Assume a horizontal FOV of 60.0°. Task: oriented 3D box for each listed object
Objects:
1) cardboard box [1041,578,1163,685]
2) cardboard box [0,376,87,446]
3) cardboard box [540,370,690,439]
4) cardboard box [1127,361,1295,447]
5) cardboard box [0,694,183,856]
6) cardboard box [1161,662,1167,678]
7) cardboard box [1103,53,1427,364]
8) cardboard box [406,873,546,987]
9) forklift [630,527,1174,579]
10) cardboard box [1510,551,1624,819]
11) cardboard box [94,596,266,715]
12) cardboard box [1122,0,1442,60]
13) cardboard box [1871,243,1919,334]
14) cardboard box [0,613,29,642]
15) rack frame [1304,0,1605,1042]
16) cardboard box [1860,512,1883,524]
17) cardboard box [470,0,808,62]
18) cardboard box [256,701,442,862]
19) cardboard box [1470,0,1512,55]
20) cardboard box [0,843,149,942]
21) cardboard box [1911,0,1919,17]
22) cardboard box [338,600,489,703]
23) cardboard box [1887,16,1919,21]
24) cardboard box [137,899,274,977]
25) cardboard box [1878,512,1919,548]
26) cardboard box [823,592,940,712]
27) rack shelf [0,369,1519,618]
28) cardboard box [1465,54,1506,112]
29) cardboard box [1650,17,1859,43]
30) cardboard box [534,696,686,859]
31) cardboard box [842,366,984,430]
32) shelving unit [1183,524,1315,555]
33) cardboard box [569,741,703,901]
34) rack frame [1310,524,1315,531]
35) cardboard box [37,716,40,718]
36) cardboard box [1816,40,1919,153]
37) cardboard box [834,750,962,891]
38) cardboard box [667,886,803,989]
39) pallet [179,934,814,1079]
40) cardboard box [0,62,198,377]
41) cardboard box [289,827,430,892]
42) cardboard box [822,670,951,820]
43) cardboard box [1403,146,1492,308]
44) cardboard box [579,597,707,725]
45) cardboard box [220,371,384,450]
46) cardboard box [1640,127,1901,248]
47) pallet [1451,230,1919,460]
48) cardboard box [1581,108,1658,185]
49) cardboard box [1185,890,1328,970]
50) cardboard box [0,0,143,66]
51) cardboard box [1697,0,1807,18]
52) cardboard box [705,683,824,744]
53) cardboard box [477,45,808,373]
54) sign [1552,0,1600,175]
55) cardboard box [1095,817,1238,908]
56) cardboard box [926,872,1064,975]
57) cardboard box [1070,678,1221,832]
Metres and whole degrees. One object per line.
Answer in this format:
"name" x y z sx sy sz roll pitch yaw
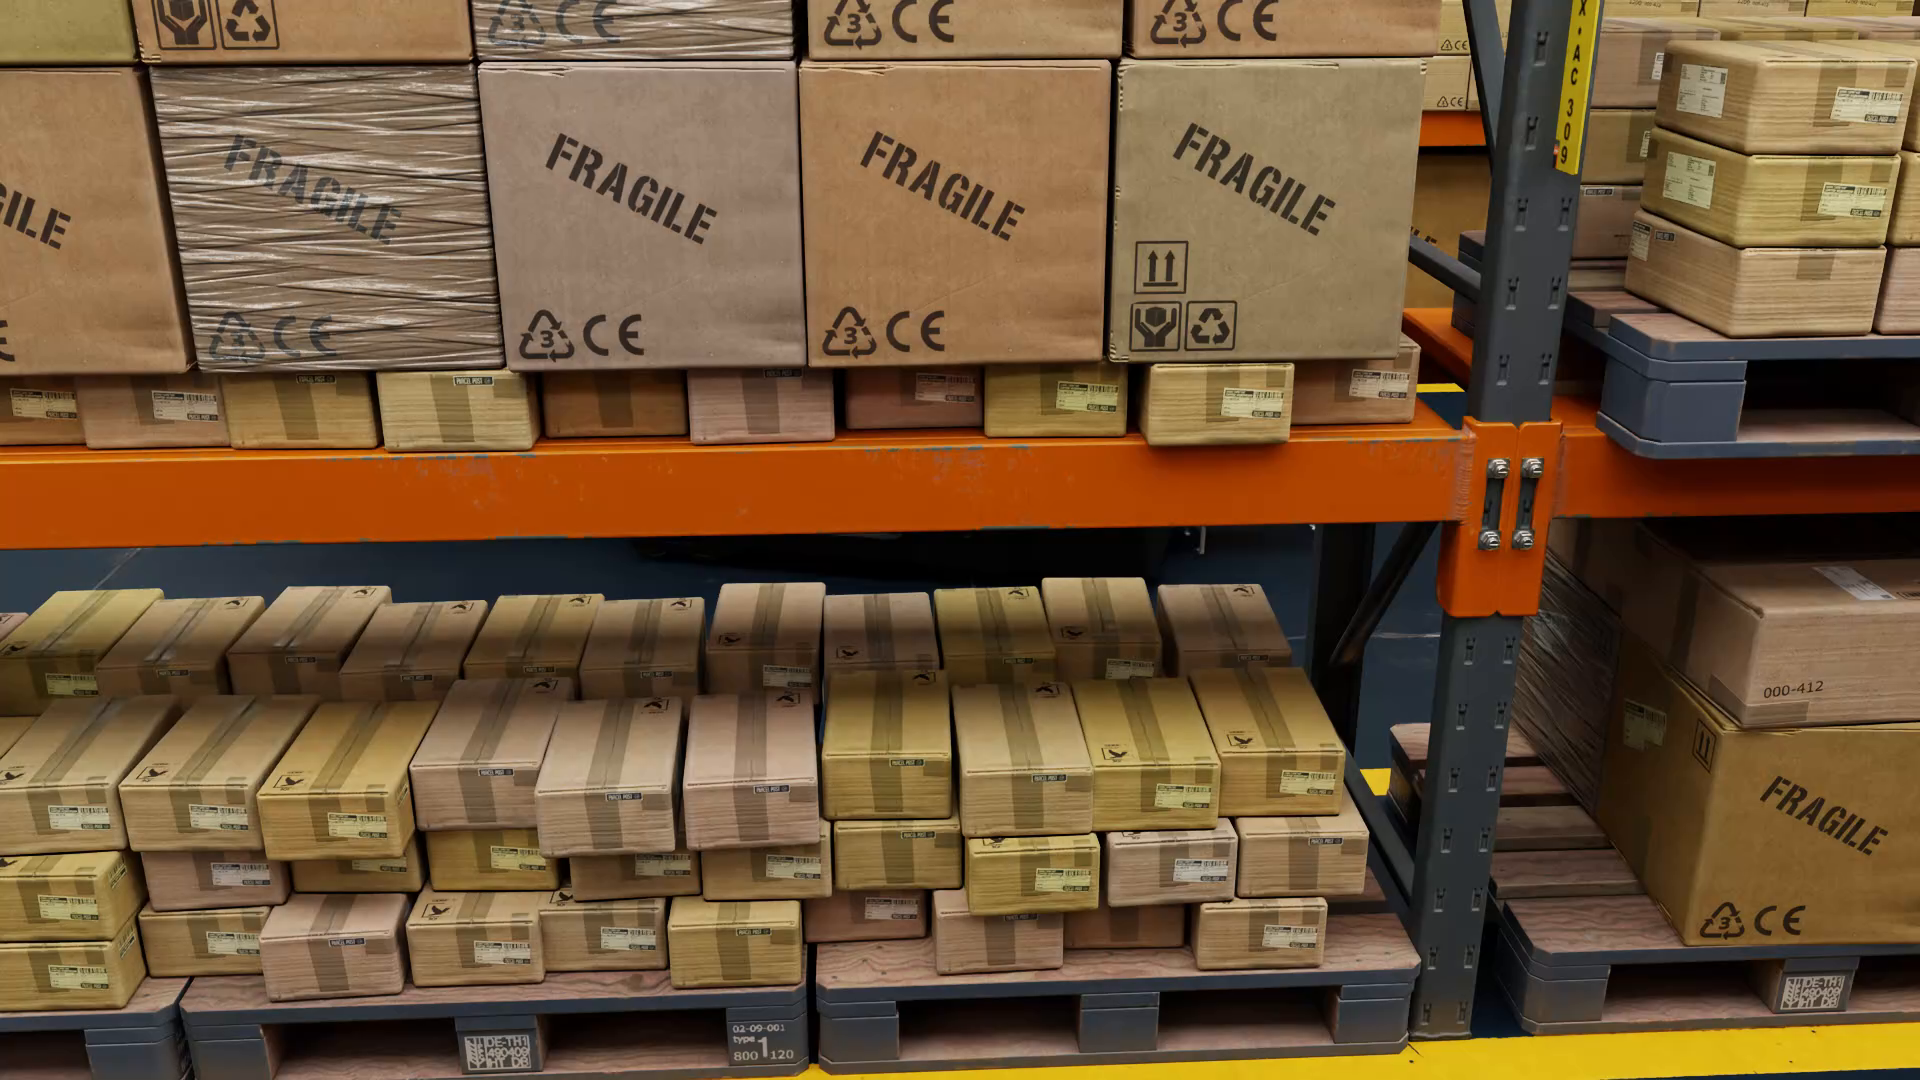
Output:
"cardboard box" 0.325 0.226 3.892 0.250 0.149 0.380 0 21 0
"cardboard box" -1.646 -0.298 3.042 0.250 0.149 0.380 -1 21 -4
"cardboard box" -0.620 -0.317 3.090 0.250 0.149 0.380 -1 21 -4
"cardboard box" 0.436 -0.300 3.045 0.250 0.149 0.380 -2 21 -4
"cardboard box" -1.722 0.457 3.285 0.250 0.149 0.380 -2 21 -6
"cardboard box" 0.578 0.341 4.008 0.250 0.149 0.380 0 21 -1
"cardboard box" 0.492 -0.625 2.989 0.500 0.500 0.500 -1 21 -3
"cardboard box" -0.950 0.734 3.393 0.250 0.149 0.380 -1 21 -3
"forklift" -0.699 -1.470 5.862 3.031 2.935 1.130 5 21 13
"cardboard box" 1.683 0.318 3.994 0.500 0.500 0.500 -2 21 -4
"cardboard box" -1.753 0.271 3.774 0.250 0.149 0.380 -2 21 -5
"cardboard box" 0.505 -1.097 2.823 0.500 0.500 0.500 -2 21 -5
"cardboard box" 1.655 -0.481 2.932 0.250 0.149 0.380 -1 21 -2
"cardboard box" -2.267 0.304 3.687 0.250 0.149 0.380 -1 21 -2
"rack frame" 0.959 -0.550 3.349 0.127 3.000 1.000 -1 21 -3
"cardboard box" 2.202 -0.039 3.877 0.500 0.250 0.500 0 21 0
"cardboard box" -0.523 -1.080 2.777 0.500 0.500 0.500 -1 21 -2
"cardboard box" -1.179 0.466 3.262 0.250 0.149 0.380 -1 21 -2
"cardboard box" 2.560 -2.411 7.746 0.500 0.250 0.500 -2 21 -5
"cardboard box" -1.719 0.620 3.274 0.250 0.149 0.380 -1 21 -1
"cardboard box" 5.007 -2.877 8.314 0.500 0.500 0.500 -2 21 -5
"cardboard box" -1.219 0.280 3.751 0.250 0.149 0.380 -2 21 -5
"cardboard box" 2.137 -1.000 3.458 0.250 0.149 0.380 -1 21 -3
"cardboard box" -1.479 0.723 3.422 0.250 0.149 0.380 -1 21 -3
"cardboard box" 2.243 0.139 3.410 0.500 0.250 0.500 -1 21 -2
"cardboard box" -0.184 0.262 3.797 0.250 0.149 0.380 -2 21 -4
"rack shelf" -1.038 -0.173 3.371 4.000 0.370 1.077 -1 21 -3
"cardboard box" 2.558 -2.174 7.826 0.500 0.250 0.500 -1 21 -4
"cardboard box" 1.617 -0.990 3.432 0.250 0.149 0.380 -2 21 -5
"cardboard box" -0.680 0.460 3.276 0.250 0.149 0.380 -2 21 -5
"cardboard box" -0.096 -0.334 3.137 0.250 0.149 0.380 -2 21 -5
"shelving unit" 1.098 -0.560 5.906 0.503 1.200 0.258 -3 21 -7
"cardboard box" -0.652 0.569 3.410 0.250 0.149 0.380 -2 21 -6
"rack frame" 1.340 -0.572 5.936 0.015 1.200 0.240 -3 21 -7
"cardboard box" -2.005 0.405 3.840 0.250 0.149 0.380 -2 21 -5
"cardboard box" 1.656 -0.759 2.826 0.250 0.149 0.380 -1 21 -2
"cardboard box" -0.129 0.558 3.437 0.250 0.149 0.380 -1 21 -3
"cardboard box" -0.447 0.736 3.388 0.250 0.149 0.380 -1 21 -3
"pallet" -0.931 0.805 3.709 1.213 0.211 1.003 -1 21 -3
"cardboard box" -1.548 -0.591 2.898 0.500 0.500 0.500 -1 21 -2
"cardboard box" -1.191 0.561 3.430 0.250 0.149 0.380 0 21 0
"cardboard box" -0.146 0.412 3.403 0.250 0.149 0.380 0 21 -1
"cardboard box" 2.091 -1.572 8.429 0.875 0.875 0.875 -1 21 -1
"cardboard box" -0.710 0.273 3.768 0.250 0.149 0.380 -2 21 -5
"cardboard box" -1.138 -0.291 3.023 0.250 0.149 0.380 0 21 -1
"cardboard box" 1.378 -0.612 2.858 0.250 0.149 0.380 -1 21 -2
"pallet" 1.730 -0.424 3.289 1.213 0.211 1.003 -1 21 -3
"cardboard box" 1.345 -0.846 3.472 0.250 0.149 0.380 -1 21 -1
"cardboard box" 0.587 0.715 3.443 0.250 0.149 0.380 -1 21 -2
"cardboard box" -1.547 -1.052 2.704 0.500 0.500 0.500 -2 21 -4
"cardboard box" 3.588 -2.439 7.820 0.500 0.250 0.500 -2 21 -4
"cardboard box" -0.456 0.397 3.860 0.250 0.149 0.380 0 21 -1
"cardboard box" -0.523 -0.606 2.937 0.500 0.500 0.500 -1 21 -3
"sign" 0.997 -0.762 2.690 0.005 0.325 0.100 -1 21 -3
"cardboard box" 0.393 0.576 3.390 0.250 0.149 0.380 -2 21 -6
"cardboard box" 0.062 0.719 3.433 0.250 0.149 0.380 -2 21 -5
"cardboard box" 0.366 0.427 3.364 0.250 0.149 0.380 -1 21 -2
